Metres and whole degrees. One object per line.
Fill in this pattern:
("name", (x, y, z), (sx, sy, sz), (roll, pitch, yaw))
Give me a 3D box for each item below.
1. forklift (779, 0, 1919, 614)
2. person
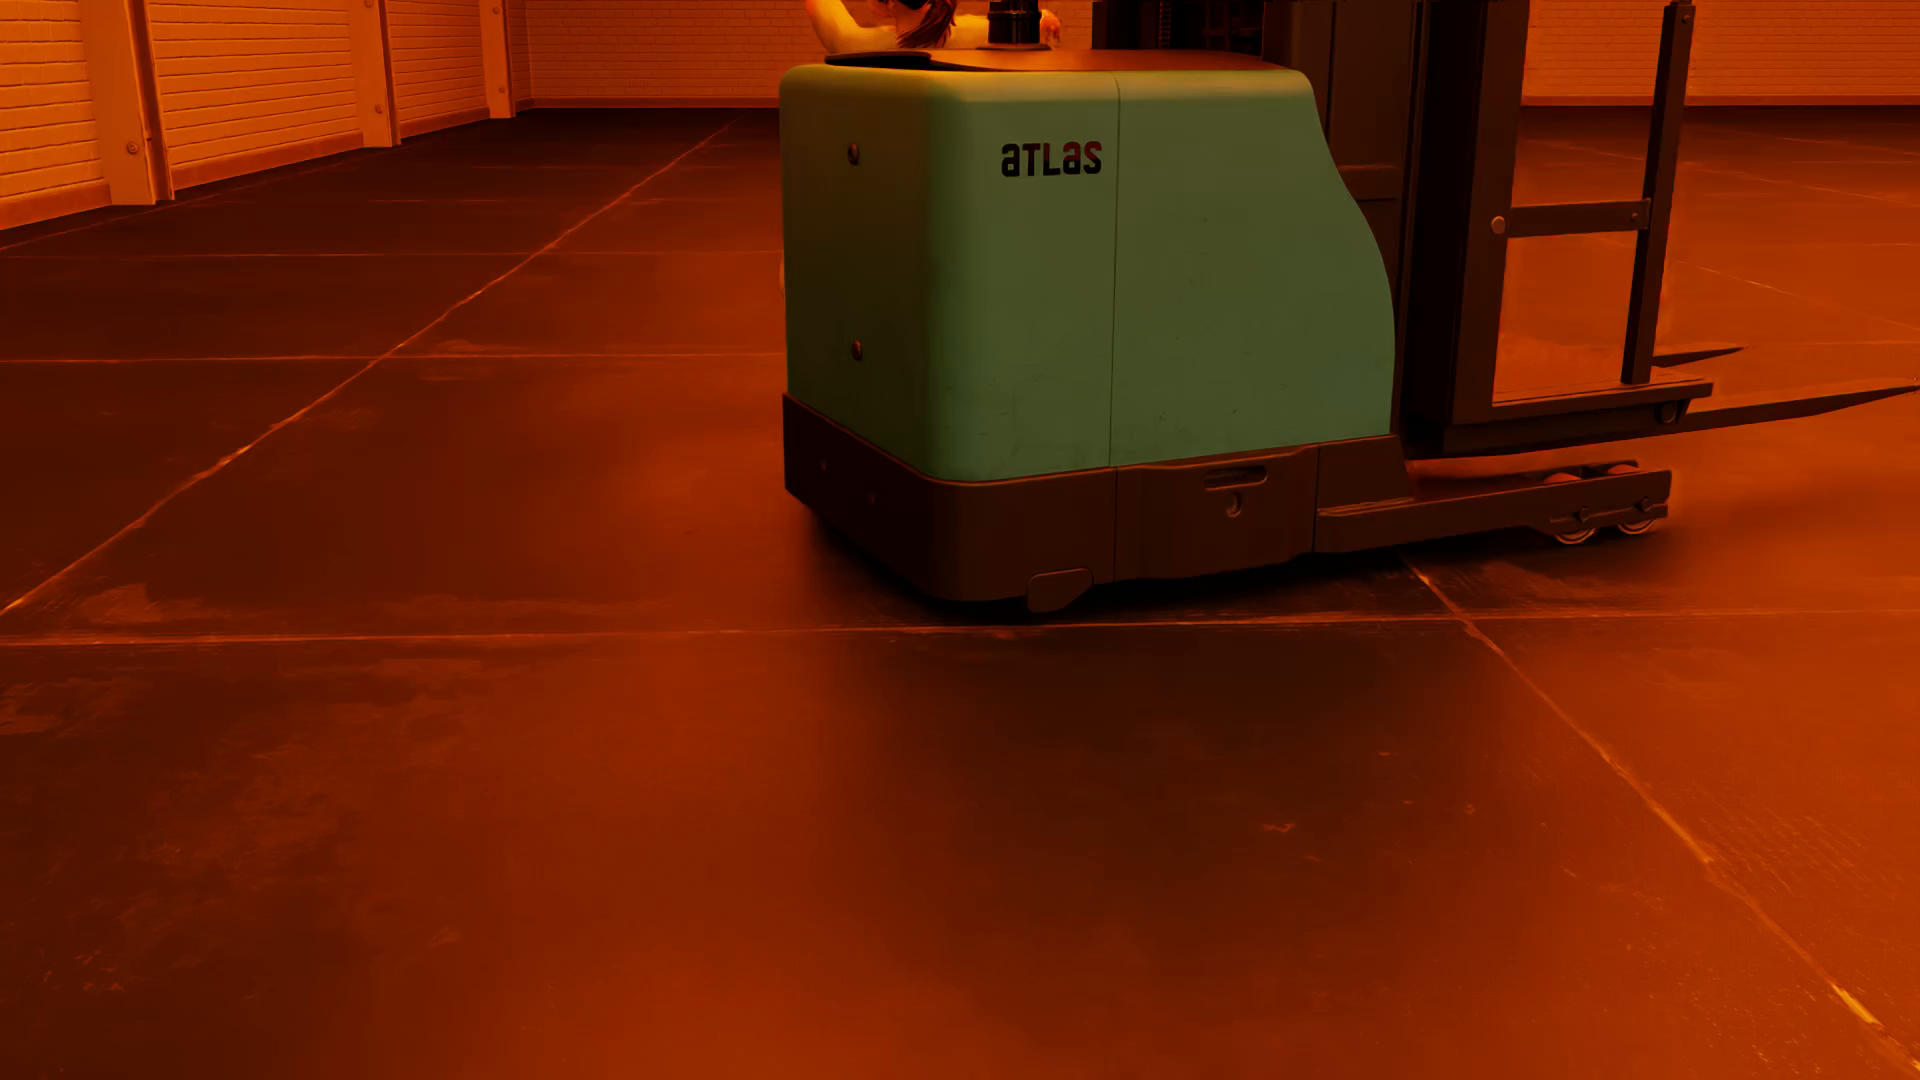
("forklift", (1.131, -1.523, 3.885), (3.031, 2.935, 1.130), (-8, 19, -23))
("person", (-0.048, -1.140, 5.078), (0.987, 1.486, 0.669), (-9, 19, -26))
